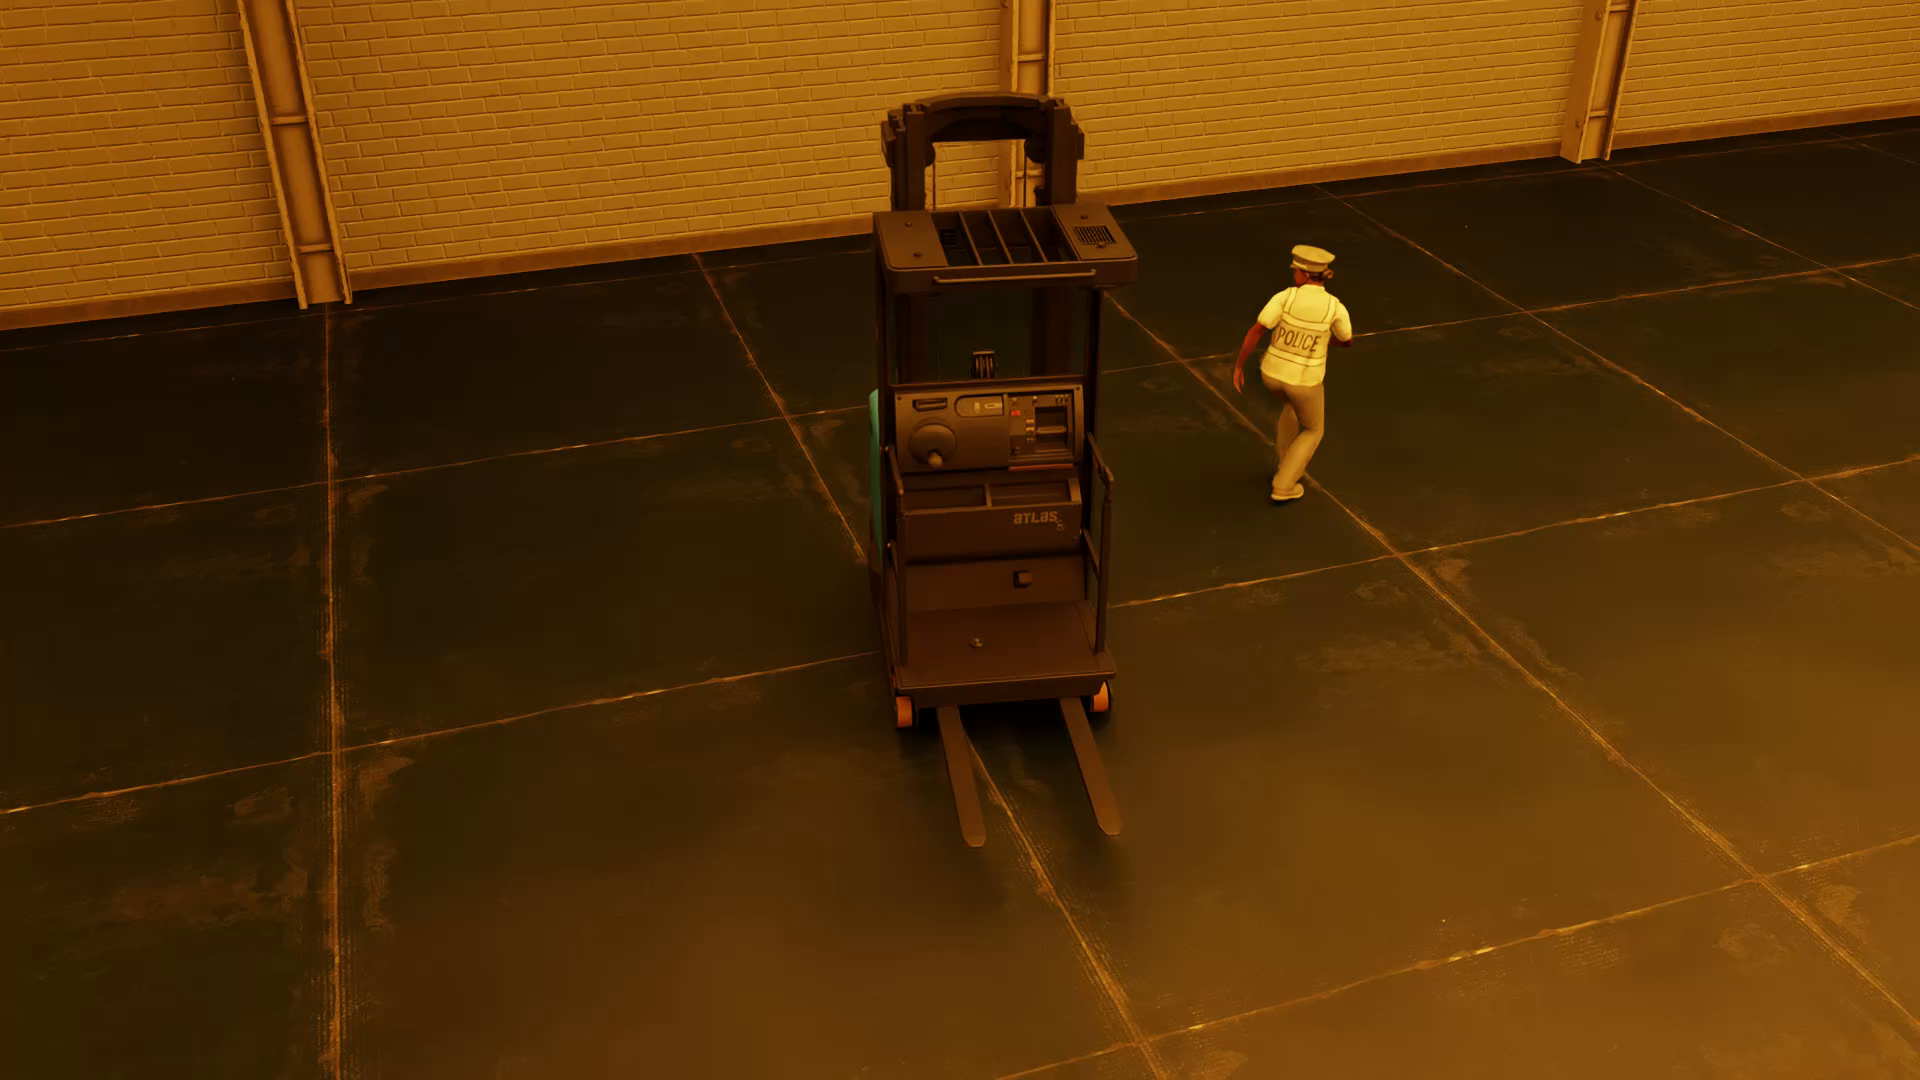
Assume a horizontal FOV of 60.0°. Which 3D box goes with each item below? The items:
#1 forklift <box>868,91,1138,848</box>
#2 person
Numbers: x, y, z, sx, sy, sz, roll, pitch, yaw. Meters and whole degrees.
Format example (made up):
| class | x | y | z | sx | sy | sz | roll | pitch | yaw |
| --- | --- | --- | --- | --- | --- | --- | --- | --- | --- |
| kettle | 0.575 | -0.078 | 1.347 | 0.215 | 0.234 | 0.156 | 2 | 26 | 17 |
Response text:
| class | x | y | z | sx | sy | sz | roll | pitch | yaw |
| --- | --- | --- | --- | --- | --- | --- | --- | --- | --- |
| forklift | 0.175 | -0.508 | 7.971 | 1.130 | 2.935 | 3.031 | -4 | 30 | -6 |
| person | 2.062 | -0.980 | 10.191 | 0.542 | 1.663 | 0.744 | 20 | 35 | 30 |
